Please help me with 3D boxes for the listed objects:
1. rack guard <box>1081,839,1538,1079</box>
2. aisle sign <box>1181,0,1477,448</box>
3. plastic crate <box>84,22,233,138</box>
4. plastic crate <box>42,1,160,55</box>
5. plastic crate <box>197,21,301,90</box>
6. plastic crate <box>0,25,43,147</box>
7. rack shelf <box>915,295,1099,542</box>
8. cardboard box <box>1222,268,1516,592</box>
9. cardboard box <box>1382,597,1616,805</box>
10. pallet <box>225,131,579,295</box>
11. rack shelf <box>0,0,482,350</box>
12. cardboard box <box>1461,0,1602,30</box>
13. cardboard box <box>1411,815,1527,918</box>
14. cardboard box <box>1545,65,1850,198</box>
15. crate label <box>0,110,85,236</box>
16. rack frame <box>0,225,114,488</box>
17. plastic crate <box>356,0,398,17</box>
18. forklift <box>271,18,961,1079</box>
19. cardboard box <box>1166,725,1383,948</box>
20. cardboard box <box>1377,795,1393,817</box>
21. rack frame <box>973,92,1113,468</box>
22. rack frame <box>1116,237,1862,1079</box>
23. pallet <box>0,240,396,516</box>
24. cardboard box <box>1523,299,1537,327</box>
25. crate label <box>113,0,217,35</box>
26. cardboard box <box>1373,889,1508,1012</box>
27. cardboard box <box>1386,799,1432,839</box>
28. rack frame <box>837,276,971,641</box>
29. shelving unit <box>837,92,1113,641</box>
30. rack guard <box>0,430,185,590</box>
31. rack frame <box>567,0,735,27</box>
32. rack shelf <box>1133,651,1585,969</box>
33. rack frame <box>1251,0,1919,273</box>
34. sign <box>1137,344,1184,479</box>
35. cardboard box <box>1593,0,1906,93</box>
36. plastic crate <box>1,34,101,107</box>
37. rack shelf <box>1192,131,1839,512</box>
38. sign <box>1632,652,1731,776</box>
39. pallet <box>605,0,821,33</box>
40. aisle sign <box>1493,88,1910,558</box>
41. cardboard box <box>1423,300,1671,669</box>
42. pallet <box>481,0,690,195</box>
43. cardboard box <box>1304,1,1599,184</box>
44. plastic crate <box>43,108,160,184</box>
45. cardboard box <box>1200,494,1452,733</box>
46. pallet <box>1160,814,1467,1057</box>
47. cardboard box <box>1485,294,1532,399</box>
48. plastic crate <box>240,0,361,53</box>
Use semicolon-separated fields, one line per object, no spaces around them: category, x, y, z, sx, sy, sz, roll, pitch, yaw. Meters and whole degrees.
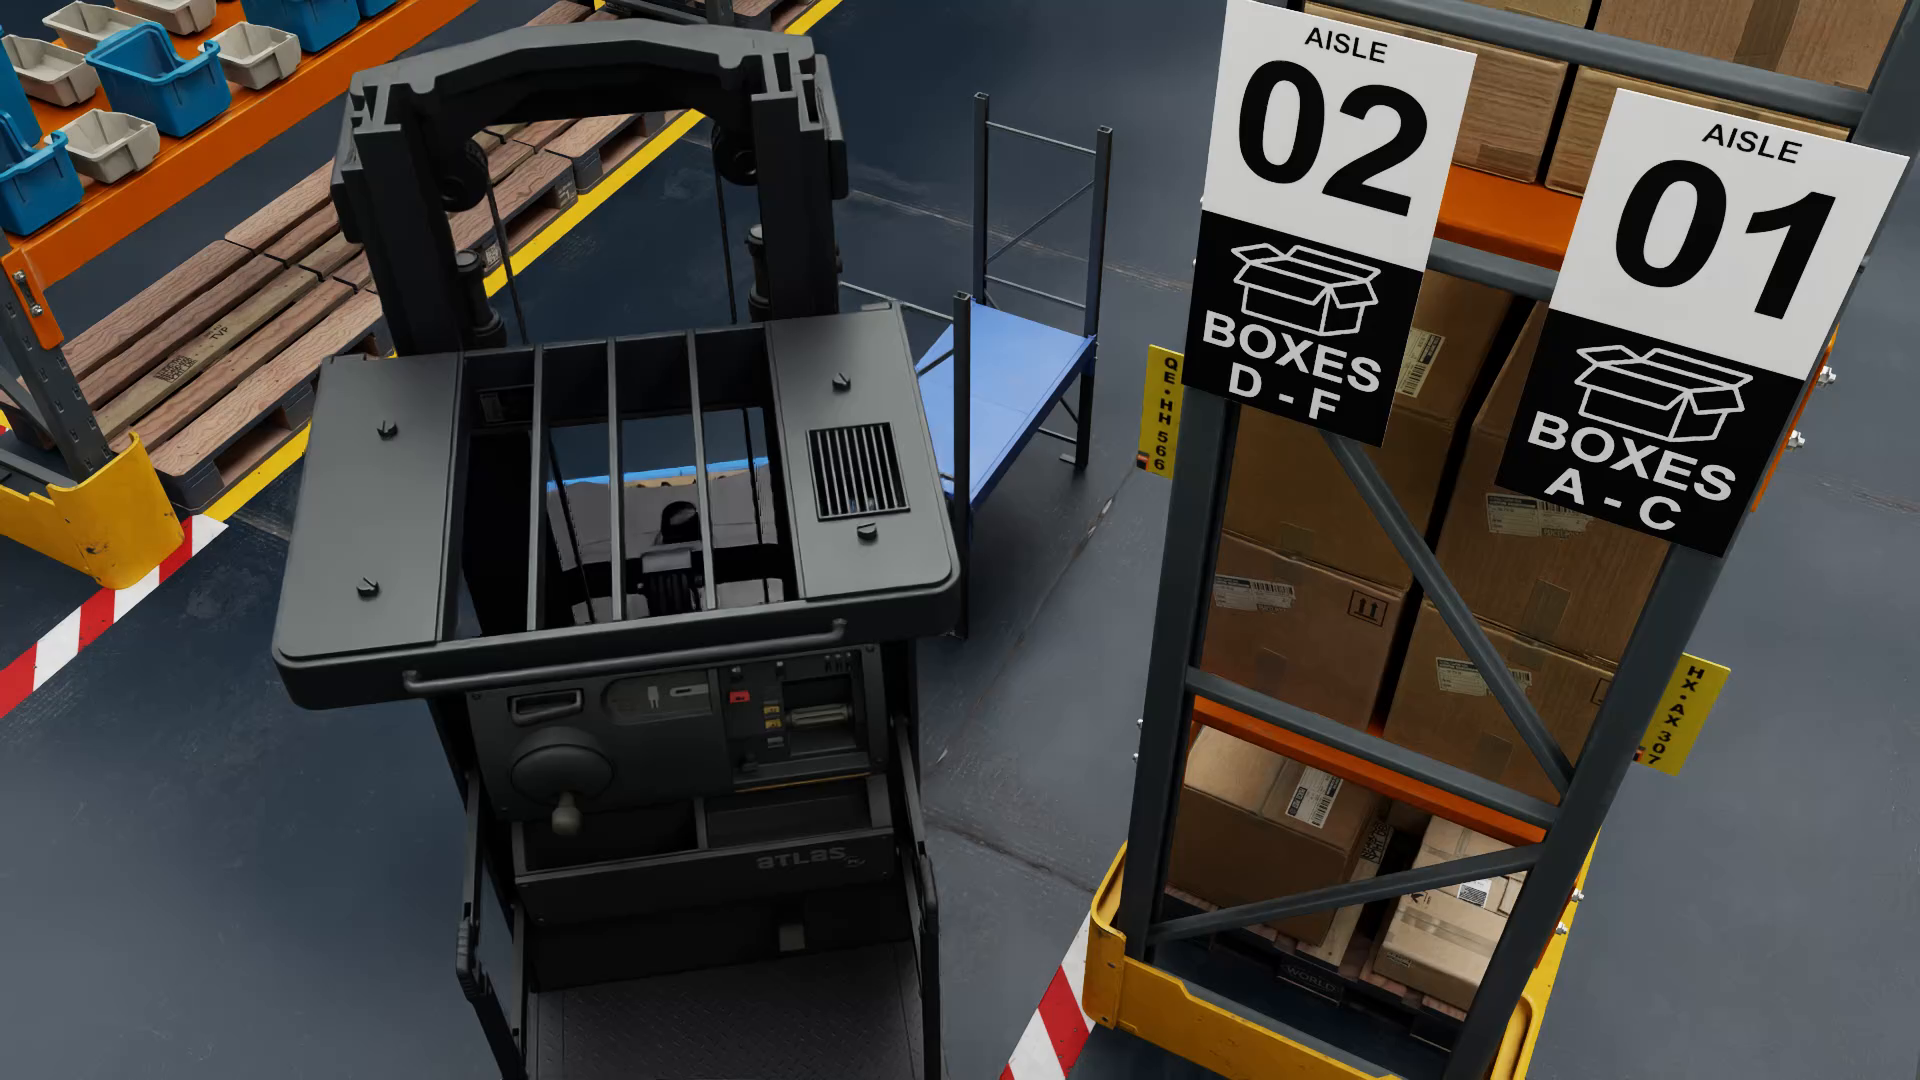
rack guard;0.933;1.293;4.620;1.175;0.500;0.348;20;49;19
aisle sign;0.594;-0.510;2.817;0.394;0.787;0.004;20;49;19
plastic crate;-2.776;-1.599;5.797;0.416;0.233;0.300;20;49;19
plastic crate;-3.123;-1.855;6.118;0.396;0.136;0.243;20;49;19
plastic crate;-2.545;-1.753;6.016;0.250;0.136;0.298;20;49;19
plastic crate;-3.498;-1.481;5.538;0.616;0.435;0.499;20;49;19
rack shelf;0.040;-0.455;5.898;0.538;0.185;1.000;20;49;19
cardboard box;0.860;-0.295;3.660;0.500;0.500;0.500;20;49;19
cardboard box;1.337;0.235;3.839;0.500;0.500;0.500;21;49;20
pallet;-2.504;-1.468;7.552;1.003;0.211;1.213;20;49;19
rack shelf;-2.560;-2.182;6.804;1.077;0.370;4.000;20;49;19
cardboard box;0.910;-1.123;2.896;0.500;0.250;0.500;20;49;19
cardboard box;1.512;0.996;4.839;0.380;0.166;0.250;20;49;19
cardboard box;1.361;-0.779;2.907;0.500;0.250;0.500;20;49;19
crate label;-3.082;-1.184;5.387;0.416;0.233;0.303;20;49;19
rack frame;-3.488;-1.175;5.303;1.000;3.000;0.127;20;49;19
plastic crate;-2.332;-2.203;6.394;0.416;0.233;0.300;20;49;19
forklift;-0.600;0.537;3.659;1.130;2.935;3.031;-7;46;-6
cardboard box;0.932;0.763;4.835;0.500;0.500;0.500;20;49;19
cardboard box;1.199;0.654;5.177;0.380;0.166;0.250;20;49;19
rack frame;0.276;-0.901;6.086;0.500;1.500;0.032;20;49;19
rack frame;0.897;0.462;3.684;1.000;3.000;0.127;20;49;19
pallet;-3.071;-0.702;6.795;1.003;0.211;1.213;20;49;19
cardboard box;1.573;-0.449;3.811;0.500;0.500;0.500;21;49;19
crate label;-3.015;-2.039;6.299;0.396;0.136;0.243;20;49;19
cardboard box;1.396;1.160;4.690;0.380;0.149;0.250;20;49;19
cardboard box;1.633;0.710;5.063;0.500;0.250;0.500;20;49;19
rack frame;-0.196;-0.261;5.453;0.500;1.500;0.032;20;49;19
shelving unit;0.040;-0.581;5.770;0.538;1.500;1.048;20;49;19
rack guard;-3.488;-0.277;6.173;1.175;0.500;0.348;20;49;19
rack frame;-1.631;-3.695;7.793;1.000;3.000;0.127;20;49;19
rack shelf;1.826;-0.545;5.185;1.077;0.370;4.000;20;49;19
rack frame;0.897;-1.646;1.550;1.000;3.000;0.127;20;49;19
sign;0.415;-0.252;3.353;0.100;0.325;0.005;20;49;19
cardboard box;1.366;-0.953;2.728;0.500;0.250;0.500;20;49;19
plastic crate;-3.270;-1.677;5.942;0.396;0.136;0.243;20;49;19
rack shelf;1.826;-1.599;4.118;1.077;0.370;4.000;20;49;19
sign;1.378;0.337;3.199;0.100;0.325;0.005;20;49;19
pallet;-1.236;-3.187;9.252;1.003;0.211;1.213;20;49;19
aisle sign;1.126;-0.311;2.621;0.394;0.787;0.004;20;49;19
cardboard box;1.337;-0.117;3.483;0.500;0.500;0.500;22;49;20
pallet;-1.938;-2.239;8.314;1.003;0.211;1.213;20;49;19
cardboard box;0.902;-0.950;3.076;0.500;0.250;0.500;20;49;19
plastic crate;-2.860;-1.325;5.594;0.250;0.136;0.298;20;49;19
cardboard box;0.864;0.055;4.016;0.500;0.500;0.500;22;49;20
pallet;1.302;0.892;5.220;1.003;0.211;1.213;20;49;19
cardboard box;1.094;-0.614;3.974;0.500;0.500;0.500;22;49;20
plastic crate;-2.471;-2.014;6.207;0.416;0.233;0.300;20;49;19
